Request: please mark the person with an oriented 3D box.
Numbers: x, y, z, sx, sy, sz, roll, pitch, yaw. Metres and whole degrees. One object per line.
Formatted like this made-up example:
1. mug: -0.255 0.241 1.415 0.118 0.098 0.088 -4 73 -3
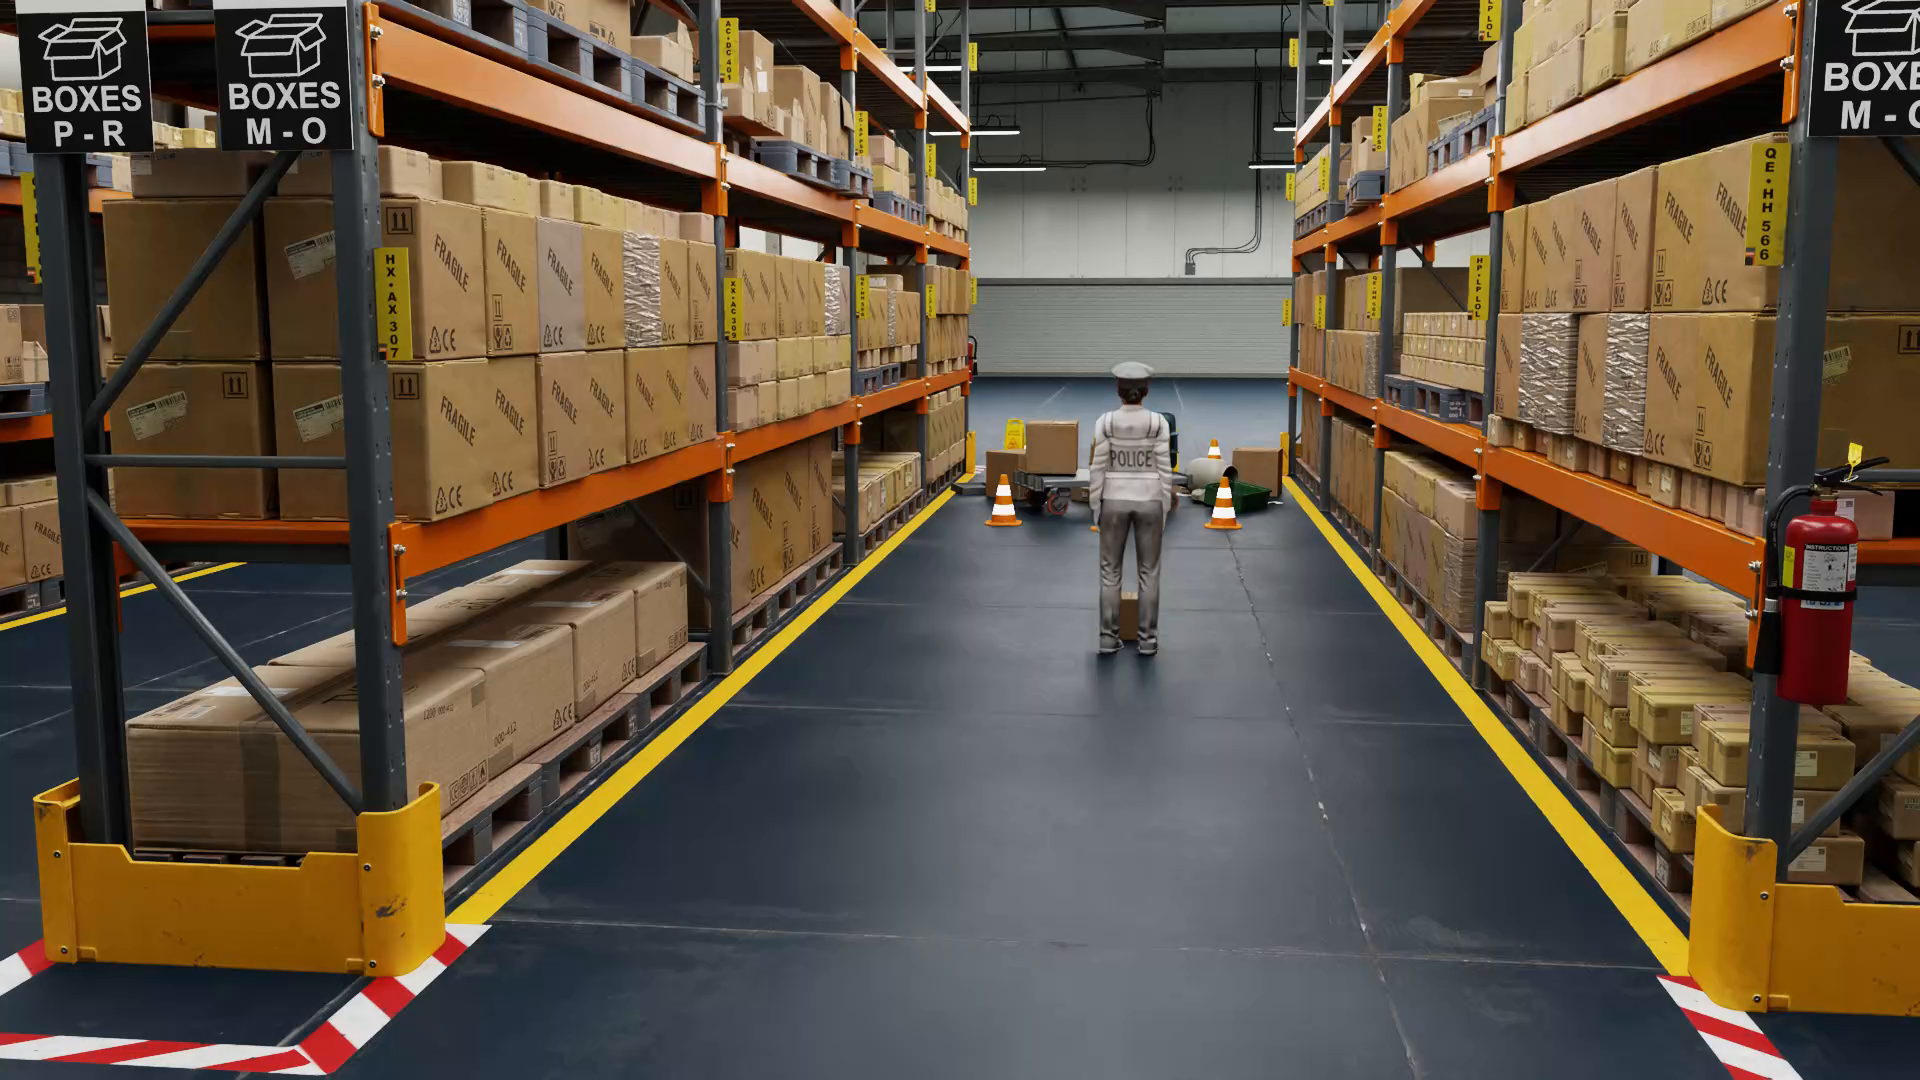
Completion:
1. person: 0.979 -0.180 9.571 0.466 1.681 0.329 1 8 7
